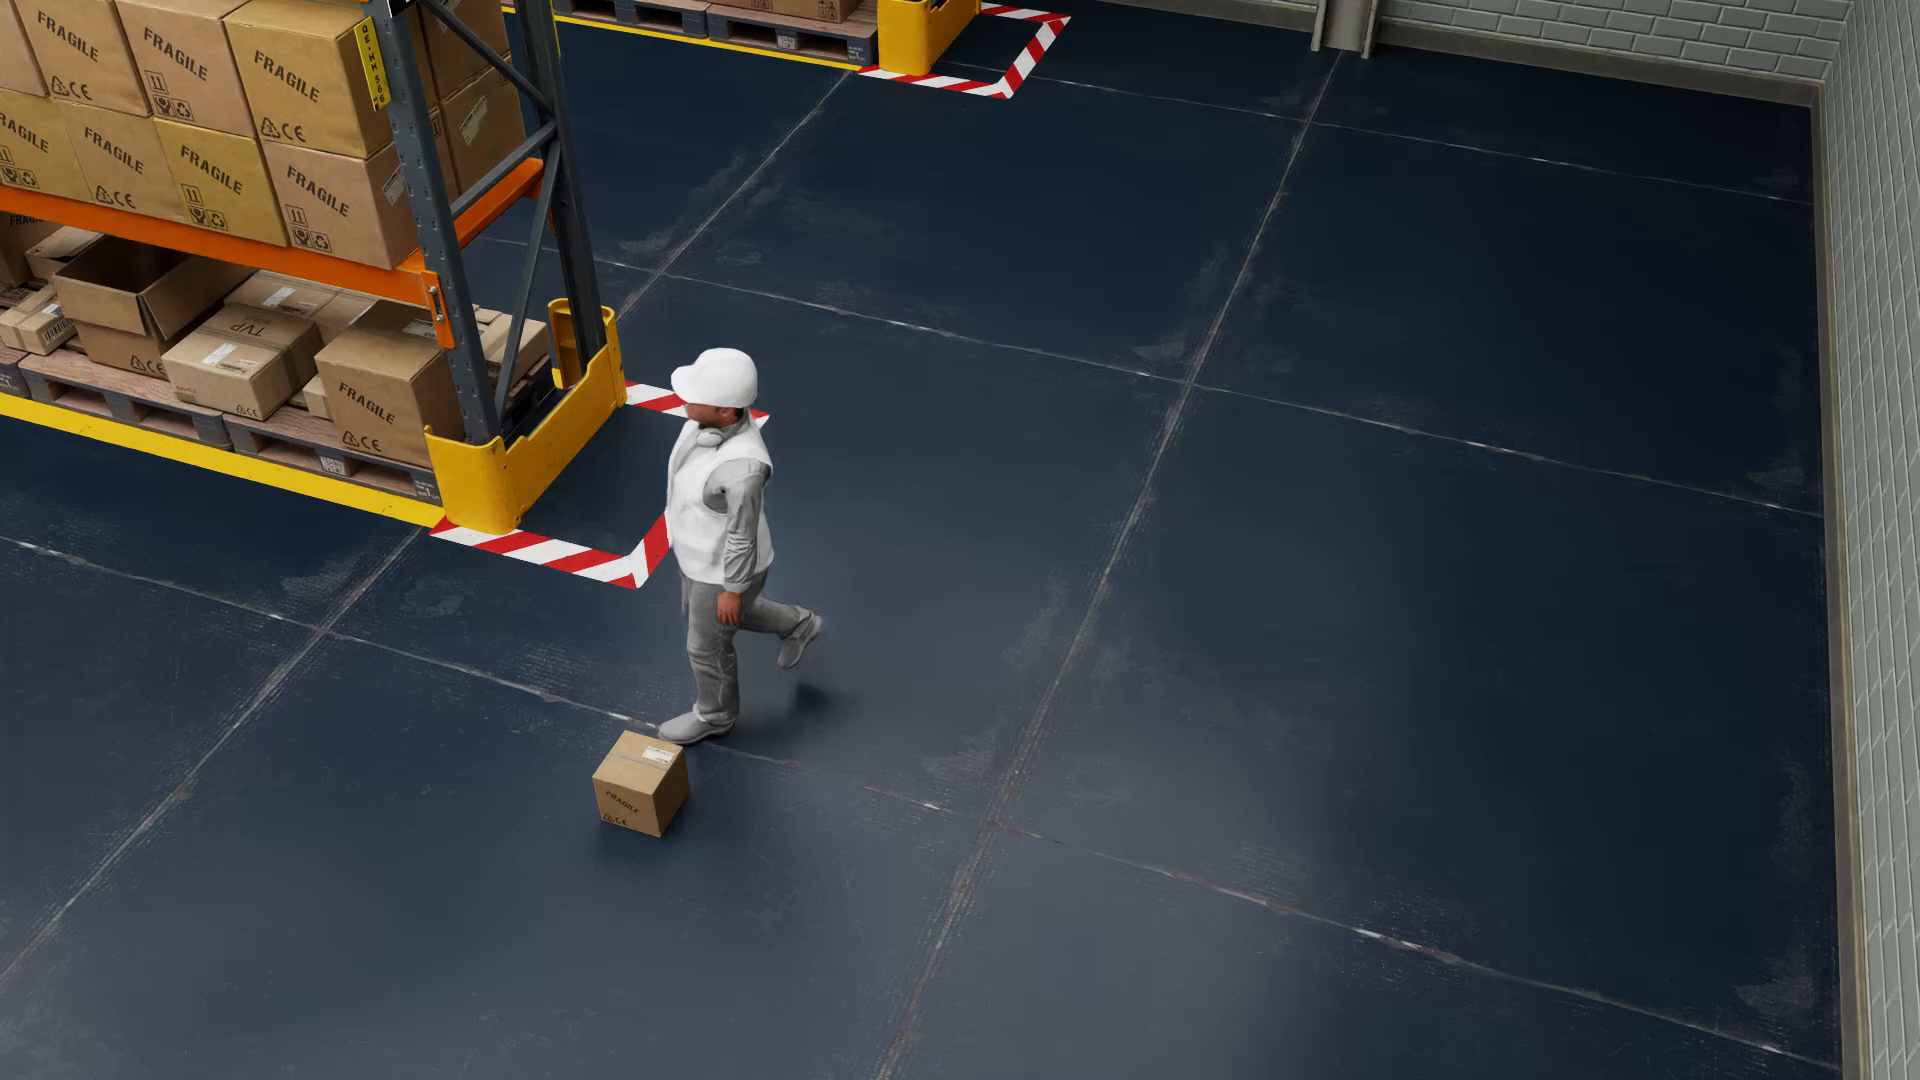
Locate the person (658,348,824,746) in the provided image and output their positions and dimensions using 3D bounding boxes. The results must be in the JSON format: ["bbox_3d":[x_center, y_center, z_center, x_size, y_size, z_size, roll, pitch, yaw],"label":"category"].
[{"bbox_3d":[-0.859,0.022,6.111,0.733,1.758,0.554,-13,43,-14],"label":"person"}]
